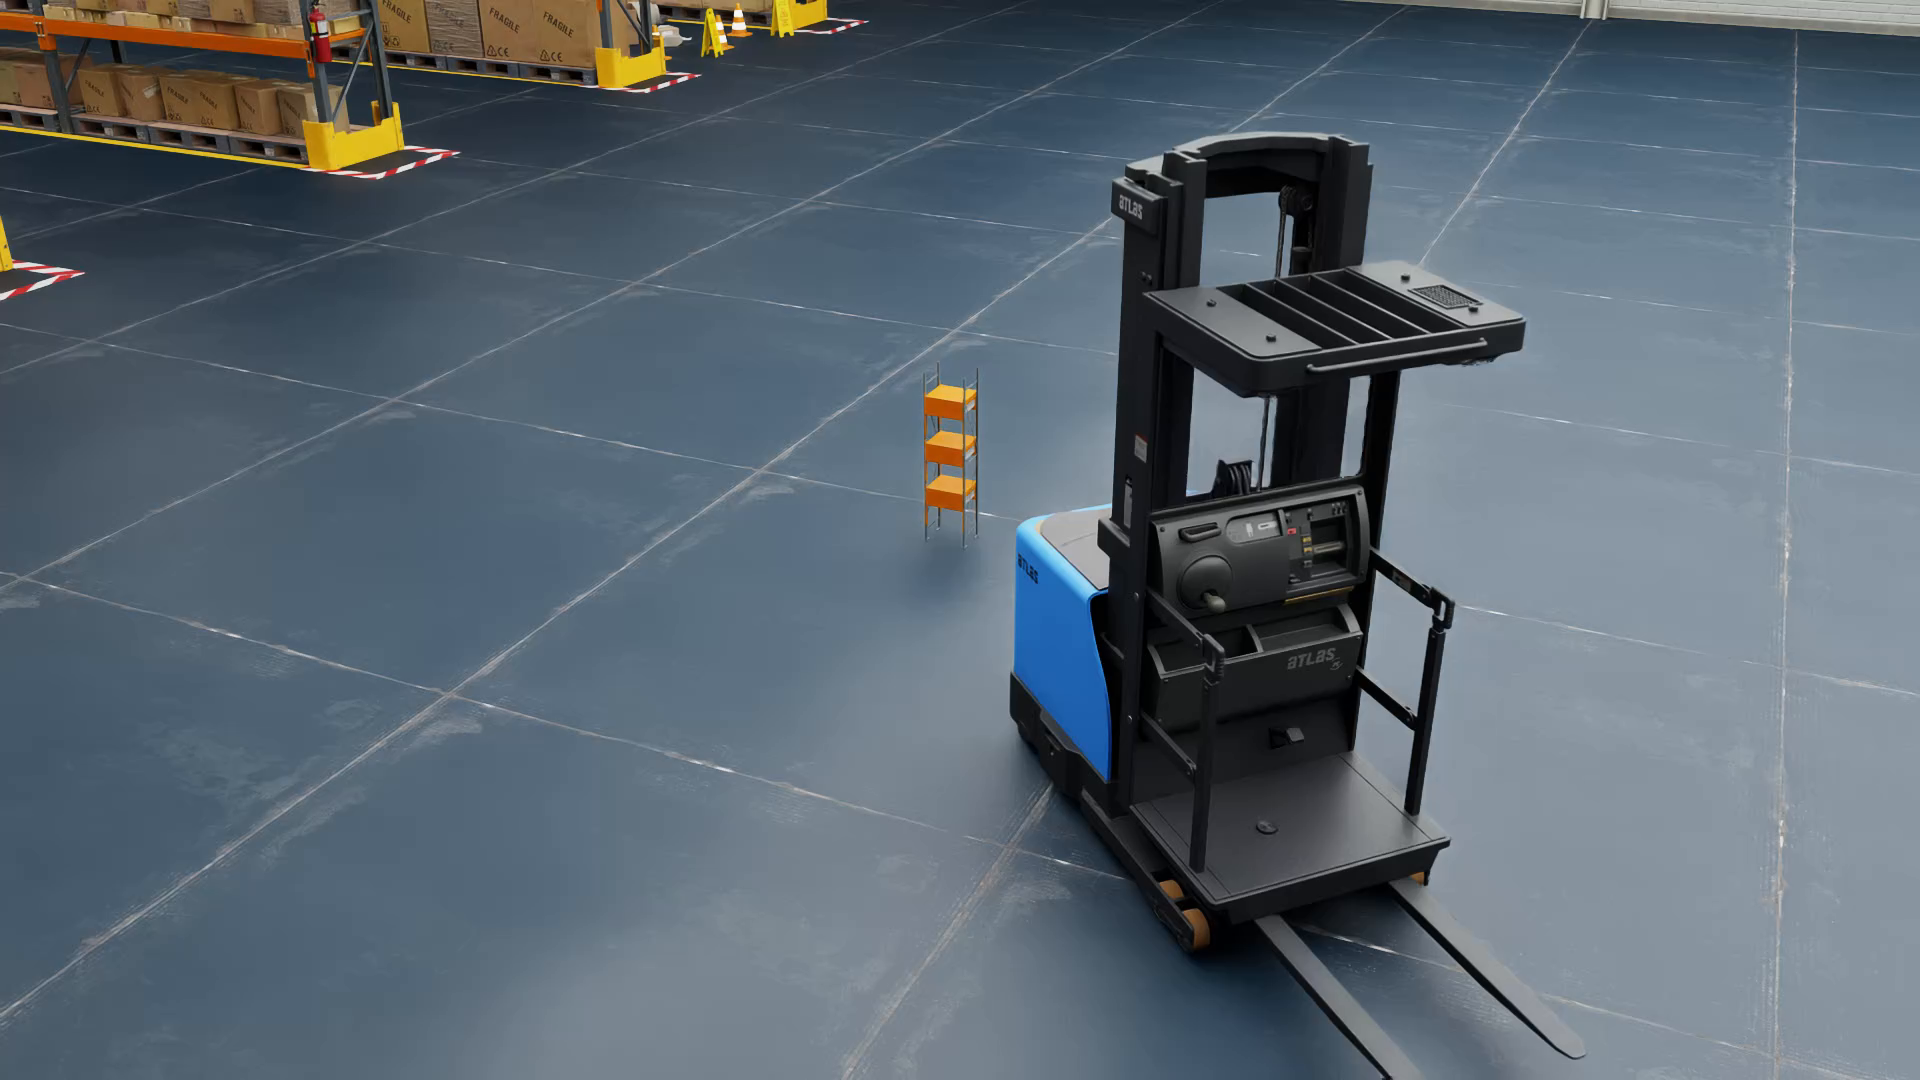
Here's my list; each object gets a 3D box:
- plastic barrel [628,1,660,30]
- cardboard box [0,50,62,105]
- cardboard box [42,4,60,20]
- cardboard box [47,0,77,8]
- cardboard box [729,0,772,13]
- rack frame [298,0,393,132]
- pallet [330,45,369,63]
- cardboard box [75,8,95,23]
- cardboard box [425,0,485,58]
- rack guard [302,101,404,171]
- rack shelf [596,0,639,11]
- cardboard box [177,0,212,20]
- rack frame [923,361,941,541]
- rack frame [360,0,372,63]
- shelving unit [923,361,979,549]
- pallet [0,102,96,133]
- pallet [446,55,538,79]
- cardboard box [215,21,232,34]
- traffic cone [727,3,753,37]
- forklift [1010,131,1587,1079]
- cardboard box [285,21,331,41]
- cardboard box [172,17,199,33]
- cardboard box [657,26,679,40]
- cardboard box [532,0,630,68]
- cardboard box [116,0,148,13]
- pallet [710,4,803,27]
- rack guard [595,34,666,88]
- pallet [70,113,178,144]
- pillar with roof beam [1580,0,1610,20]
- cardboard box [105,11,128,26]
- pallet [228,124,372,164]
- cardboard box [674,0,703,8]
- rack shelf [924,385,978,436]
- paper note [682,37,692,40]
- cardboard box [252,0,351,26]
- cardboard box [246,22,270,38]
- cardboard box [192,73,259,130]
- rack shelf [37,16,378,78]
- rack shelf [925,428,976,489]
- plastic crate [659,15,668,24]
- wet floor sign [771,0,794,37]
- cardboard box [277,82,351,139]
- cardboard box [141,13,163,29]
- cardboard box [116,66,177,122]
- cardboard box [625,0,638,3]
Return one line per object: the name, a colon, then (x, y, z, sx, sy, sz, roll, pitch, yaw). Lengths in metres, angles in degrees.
plastic barrel: (-4.954, -8.134, 25.792, 0.512, 0.421, 0.421, -12, 29, -23)
cardboard box: (-11.167, -5.559, 19.977, 0.500, 0.500, 0.700, 11, 28, 21)
cardboard box: (-10.119, -5.995, 18.814, 0.250, 0.149, 0.380, 11, 28, 22)
cardboard box: (-9.806, -6.339, 18.779, 0.500, 0.500, 0.875, 11, 28, 22)
cardboard box: (-3.316, -8.520, 26.296, 0.500, 0.250, 0.500, 11, 28, 22)
rack frame: (-6.549, -5.536, 17.599, 0.127, 3.000, 1.000, 11, 28, 22)
pallet: (-8.779, -7.103, 23.938, 1.213, 0.211, 1.003, 11, 28, 22)
cardboard box: (-9.658, -5.909, 18.641, 0.250, 0.149, 0.380, 11, 28, 22)
cardboard box: (-6.679, -7.172, 22.852, 0.875, 0.875, 0.875, 12, 28, 22)
rack guard: (-6.618, -4.429, 18.179, 0.348, 0.500, 1.175, 11, 28, 22)
rack shelf: (-6.224, -7.555, 22.514, 4.000, 0.370, 1.077, 11, 28, 22)
cardboard box: (-7.980, -5.978, 18.046, 0.500, 0.500, 0.875, 11, 28, 22)
rack frame: (-0.160, -0.503, 9.583, 0.008, 1.050, 0.200, 11, 28, 22)
rack frame: (-8.045, -8.243, 23.097, 0.127, 3.000, 1.000, 11, 28, 22)
shelving unit: (-0.049, -0.481, 9.538, 0.252, 1.050, 0.215, 11, 28, 22)
pallet: (-10.899, -5.158, 19.988, 1.213, 0.211, 1.003, 11, 28, 22)
pallet: (-6.271, -6.599, 22.915, 1.213, 0.211, 1.003, 11, 28, 22)
cardboard box: (-7.802, -5.578, 17.968, 0.250, 0.149, 0.380, 11, 28, 22)
traffic cone: (-3.372, -7.943, 25.359, 0.334, 0.463, 0.336, 11, 28, 22)
forklift: (1.262, 0.078, 6.273, 1.130, 2.935, 3.031, -10, 28, -20)
cardboard box: (-6.894, -5.393, 17.591, 0.250, 0.149, 0.380, 11, 28, 22)
cardboard box: (-8.303, -5.625, 18.063, 0.250, 0.149, 0.380, 11, 28, 22)
cardboard box: (-4.475, -7.669, 25.159, 0.380, 0.149, 0.250, -18, 31, -31)
cardboard box: (-5.048, -6.845, 22.186, 0.875, 0.875, 0.875, 12, 28, 22)
cardboard box: (-8.869, -6.182, 18.461, 0.500, 0.500, 0.875, 11, 28, 22)
pallet: (-3.241, -8.447, 26.667, 1.213, 0.211, 1.003, 11, 28, 22)
rack guard: (-4.382, -6.386, 22.155, 0.348, 0.500, 1.175, 11, 28, 22)
pallet: (-9.564, -4.908, 19.480, 1.213, 0.211, 1.003, 11, 28, 22)
pillar with roof beam: (8.485, -10.774, 21.445, 0.400, 9.000, 9.100, 11, 28, 22)
cardboard box: (-9.216, -5.805, 18.429, 0.250, 0.149, 0.380, 11, 28, 22)
pallet: (-7.343, -4.462, 18.573, 1.213, 0.211, 1.003, 11, 28, 22)
cardboard box: (-4.241, -8.707, 26.676, 0.500, 0.250, 0.500, 10, 28, 20)
rack shelf: (-0.049, -0.726, 9.417, 0.240, 0.259, 0.215, 11, 28, 22)
paper note: (-4.131, -7.561, 25.073, 0.142, 0.019, 0.148, 2, 26, 4)
cardboard box: (-7.038, -5.826, 17.738, 0.500, 0.500, 0.875, 11, 28, 22)
cardboard box: (-7.370, -5.464, 17.736, 0.250, 0.149, 0.380, 11, 28, 22)
cardboard box: (-8.231, -4.942, 18.746, 0.500, 0.500, 0.500, 14, 30, 27)
rack shelf: (-8.369, -5.579, 18.500, 4.000, 0.370, 1.077, 11, 28, 22)
rack shelf: (-0.049, -0.471, 9.543, 0.240, 0.259, 0.215, 11, 28, 22)
plastic crate: (-4.998, -8.326, 26.570, 0.583, 0.080, 0.402, 2, 26, 4)
wet floor sign: (-2.717, -8.000, 25.268, 0.232, 0.644, 0.267, 23, 35, 39)
cardboard box: (-7.110, -4.724, 18.304, 0.500, 0.500, 0.500, 17, 31, 31)
cardboard box: (-8.748, -5.726, 18.268, 0.250, 0.149, 0.380, 11, 28, 22)
cardboard box: (-9.318, -5.144, 19.156, 0.500, 0.500, 0.500, 22, 34, 38)
cardboard box: (-5.172, -8.898, 27.064, 0.500, 0.250, 0.500, 13, 29, 25)
